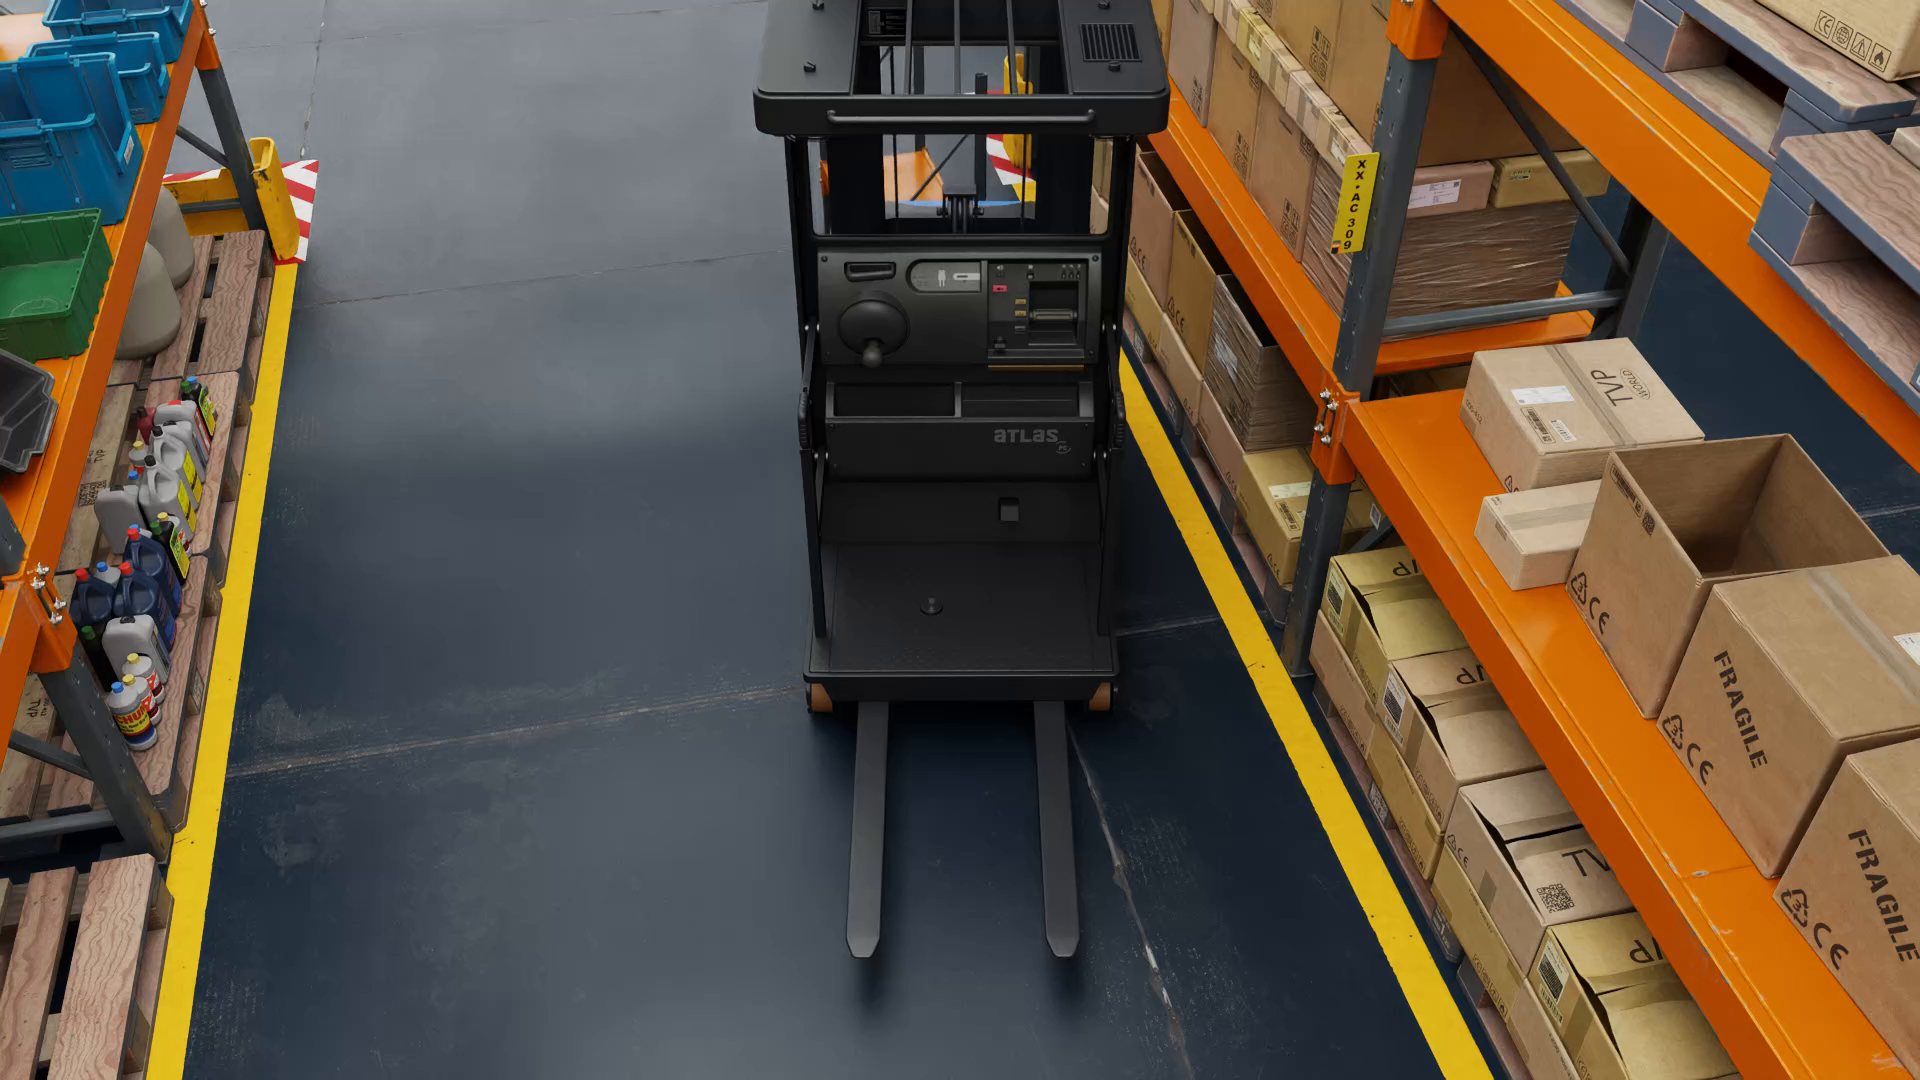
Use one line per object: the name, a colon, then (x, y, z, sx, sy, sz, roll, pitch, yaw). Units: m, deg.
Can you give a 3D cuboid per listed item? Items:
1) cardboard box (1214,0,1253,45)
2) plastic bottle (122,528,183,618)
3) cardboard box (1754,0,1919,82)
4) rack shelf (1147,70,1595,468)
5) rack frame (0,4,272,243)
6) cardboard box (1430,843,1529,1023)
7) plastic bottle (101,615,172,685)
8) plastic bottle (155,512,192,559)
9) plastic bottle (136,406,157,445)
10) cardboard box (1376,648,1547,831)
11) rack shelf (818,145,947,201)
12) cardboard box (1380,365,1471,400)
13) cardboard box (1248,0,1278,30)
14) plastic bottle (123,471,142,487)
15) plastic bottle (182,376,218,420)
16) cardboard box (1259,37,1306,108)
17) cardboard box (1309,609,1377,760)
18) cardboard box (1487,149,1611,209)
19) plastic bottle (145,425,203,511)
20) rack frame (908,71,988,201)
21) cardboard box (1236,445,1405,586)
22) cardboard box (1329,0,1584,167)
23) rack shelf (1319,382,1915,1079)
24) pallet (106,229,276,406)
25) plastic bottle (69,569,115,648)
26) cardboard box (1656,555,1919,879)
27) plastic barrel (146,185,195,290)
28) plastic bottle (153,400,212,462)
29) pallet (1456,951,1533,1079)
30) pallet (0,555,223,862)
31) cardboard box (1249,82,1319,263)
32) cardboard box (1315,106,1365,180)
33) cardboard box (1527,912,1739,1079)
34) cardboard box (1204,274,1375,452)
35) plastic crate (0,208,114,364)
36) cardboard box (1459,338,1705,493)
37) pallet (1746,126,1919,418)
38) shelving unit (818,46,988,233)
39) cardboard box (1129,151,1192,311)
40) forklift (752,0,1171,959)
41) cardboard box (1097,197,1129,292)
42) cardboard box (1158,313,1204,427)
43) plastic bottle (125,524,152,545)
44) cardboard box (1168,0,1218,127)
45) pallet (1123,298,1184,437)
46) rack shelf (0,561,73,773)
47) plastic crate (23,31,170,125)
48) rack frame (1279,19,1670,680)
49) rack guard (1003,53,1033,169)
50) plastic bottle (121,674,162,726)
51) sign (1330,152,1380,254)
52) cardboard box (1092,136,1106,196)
cardboard box: (1.161, -1.964, 6.138, 0.380, 0.149, 0.250, -7, 42, -8)
plastic bottle: (-2.945, 0.114, 6.026, 0.144, 0.351, 0.185, -10, 43, -11)
cardboard box: (1.947, -1.181, 3.358, 0.500, 0.250, 0.500, -12, 43, -13)
rack shelf: (1.270, -1.742, 6.995, 1.077, 0.370, 4.000, -8, 42, -9)
rack frame: (-3.999, -2.600, 7.420, 1.000, 3.000, 0.127, -8, 42, -9)
cardboard box: (1.771, 1.120, 4.983, 0.500, 0.250, 0.500, -10, 42, -11)
plastic bottle: (-2.873, 0.372, 5.792, 0.152, 0.276, 0.135, -7, 42, -8)
plastic bottle: (-2.984, -0.017, 6.286, 0.097, 0.201, 0.097, 0, 42, 0)
plastic bottle: (-3.251, -0.438, 6.699, 0.061, 0.283, 0.133, -8, 42, -9)
cardboard box: (1.651, 0.576, 5.174, 0.500, 0.311, 0.500, -9, 42, -10)
rack shelf: (-0.272, -1.432, 7.505, 0.538, 0.185, 1.000, -10, 43, -12)
cardboard box: (1.907, -0.469, 6.209, 0.500, 0.500, 0.500, -8, 42, -9)
cardboard box: (1.382, -2.176, 5.889, 0.700, 0.500, 0.500, -8, 42, -9)
plastic bottle: (-3.186, -0.181, 6.471, 0.097, 0.201, 0.097, 0, 42, 0)
plastic bottle: (-3.174, -0.591, 6.932, 0.097, 0.201, 0.097, 0, 42, 0)
cardboard box: (1.266, -1.640, 5.774, 0.380, 0.149, 0.250, -8, 42, -9)
cardboard box: (1.547, 0.454, 5.734, 0.500, 0.250, 0.500, -9, 42, -10)
cardboard box: (1.833, -1.197, 5.275, 0.380, 0.149, 0.250, -8, 42, -9)
plastic bottle: (-3.077, -0.282, 6.473, 0.144, 0.351, 0.185, -7, 42, -8)
rack frame: (-0.136, -1.242, 7.019, 0.500, 1.500, 0.032, -10, 43, -12)
cardboard box: (1.388, -0.113, 6.372, 0.500, 0.250, 0.500, -8, 42, -9)
cardboard box: (1.600, -1.524, 5.155, 0.700, 0.500, 0.500, -8, 42, -9)
rack shelf: (2.134, 0.851, 4.074, 1.077, 0.370, 4.000, -8, 42, -9)
pallet: (-3.766, -0.987, 7.703, 1.003, 0.211, 1.213, -8, 42, -9)
plastic bottle: (-3.045, 0.257, 5.865, 0.144, 0.351, 0.185, -8, 42, -9)
cardboard box: (2.073, 0.414, 3.949, 0.500, 0.500, 0.500, -8, 42, -9)
plastic barrel: (-3.782, -1.411, 7.638, 0.421, 0.512, 0.421, 0, 42, 0)
plastic bottle: (-3.147, -0.451, 6.719, 0.152, 0.276, 0.135, -8, 42, -9)
pallet: (2.166, 1.593, 4.797, 1.003, 0.211, 1.213, -8, 42, -9)
pallet: (-3.240, 0.594, 5.922, 1.003, 0.211, 1.213, -8, 42, -9)
cardboard box: (1.480, -1.380, 5.970, 0.700, 0.500, 0.500, -9, 42, -10)
cardboard box: (1.383, -1.301, 5.392, 0.380, 0.149, 0.250, -9, 42, -10)
cardboard box: (1.881, 1.247, 4.418, 0.500, 0.311, 0.500, -7, 42, -8)
cardboard box: (1.292, -0.719, 6.490, 0.500, 0.500, 0.500, -8, 42, -9)
plastic crate: (-3.153, -0.848, 5.606, 0.450, 0.188, 0.662, -8, 42, -9)
cardboard box: (1.851, -0.346, 4.993, 0.500, 0.250, 0.500, -6, 42, -7)
pallet: (2.087, -0.325, 2.739, 1.003, 0.211, 1.213, -7, 42, -7)
shelving unit: (-0.270, -1.561, 7.379, 0.587, 1.500, 1.083, -10, 43, -12)
cardboard box: (1.058, -1.365, 7.218, 0.500, 0.500, 0.500, -8, 42, -9)
forklift: (0.003, -0.680, 5.309, 1.130, 2.935, 3.031, 0, 42, 0)
cardboard box: (0.956, -1.409, 7.833, 0.500, 0.250, 0.500, -8, 42, -9)
cardboard box: (1.168, -0.760, 7.102, 0.500, 0.250, 0.500, -8, 42, -9)
plastic bottle: (-3.014, 0.053, 6.154, 0.097, 0.271, 0.097, 0, 42, 0)
cardboard box: (1.264, -2.037, 6.710, 0.700, 0.500, 0.500, -7, 42, -8)
pallet: (1.304, -0.986, 7.701, 1.003, 0.211, 1.213, -8, 42, -9)
rack shelf: (-2.704, 1.558, 3.277, 1.077, 0.370, 4.000, -8, 42, -9)
plastic crate: (-3.464, -1.841, 6.677, 0.499, 0.251, 0.408, -8, 42, -9)
rack frame: (1.702, -0.715, 5.296, 1.000, 3.000, 0.127, -8, 42, -9)
rack guard: (0.833, -2.388, 9.064, 1.175, 0.500, 0.348, -8, 42, -9)
plastic bottle: (-2.798, 0.539, 5.659, 0.097, 0.201, 0.097, 0, 42, 0)
sign: (1.160, -0.988, 4.891, 0.100, 0.325, 0.005, -8, 42, -9)
cardboard box: (0.847, -2.013, 7.949, 0.500, 0.500, 0.500, -8, 42, -9)
